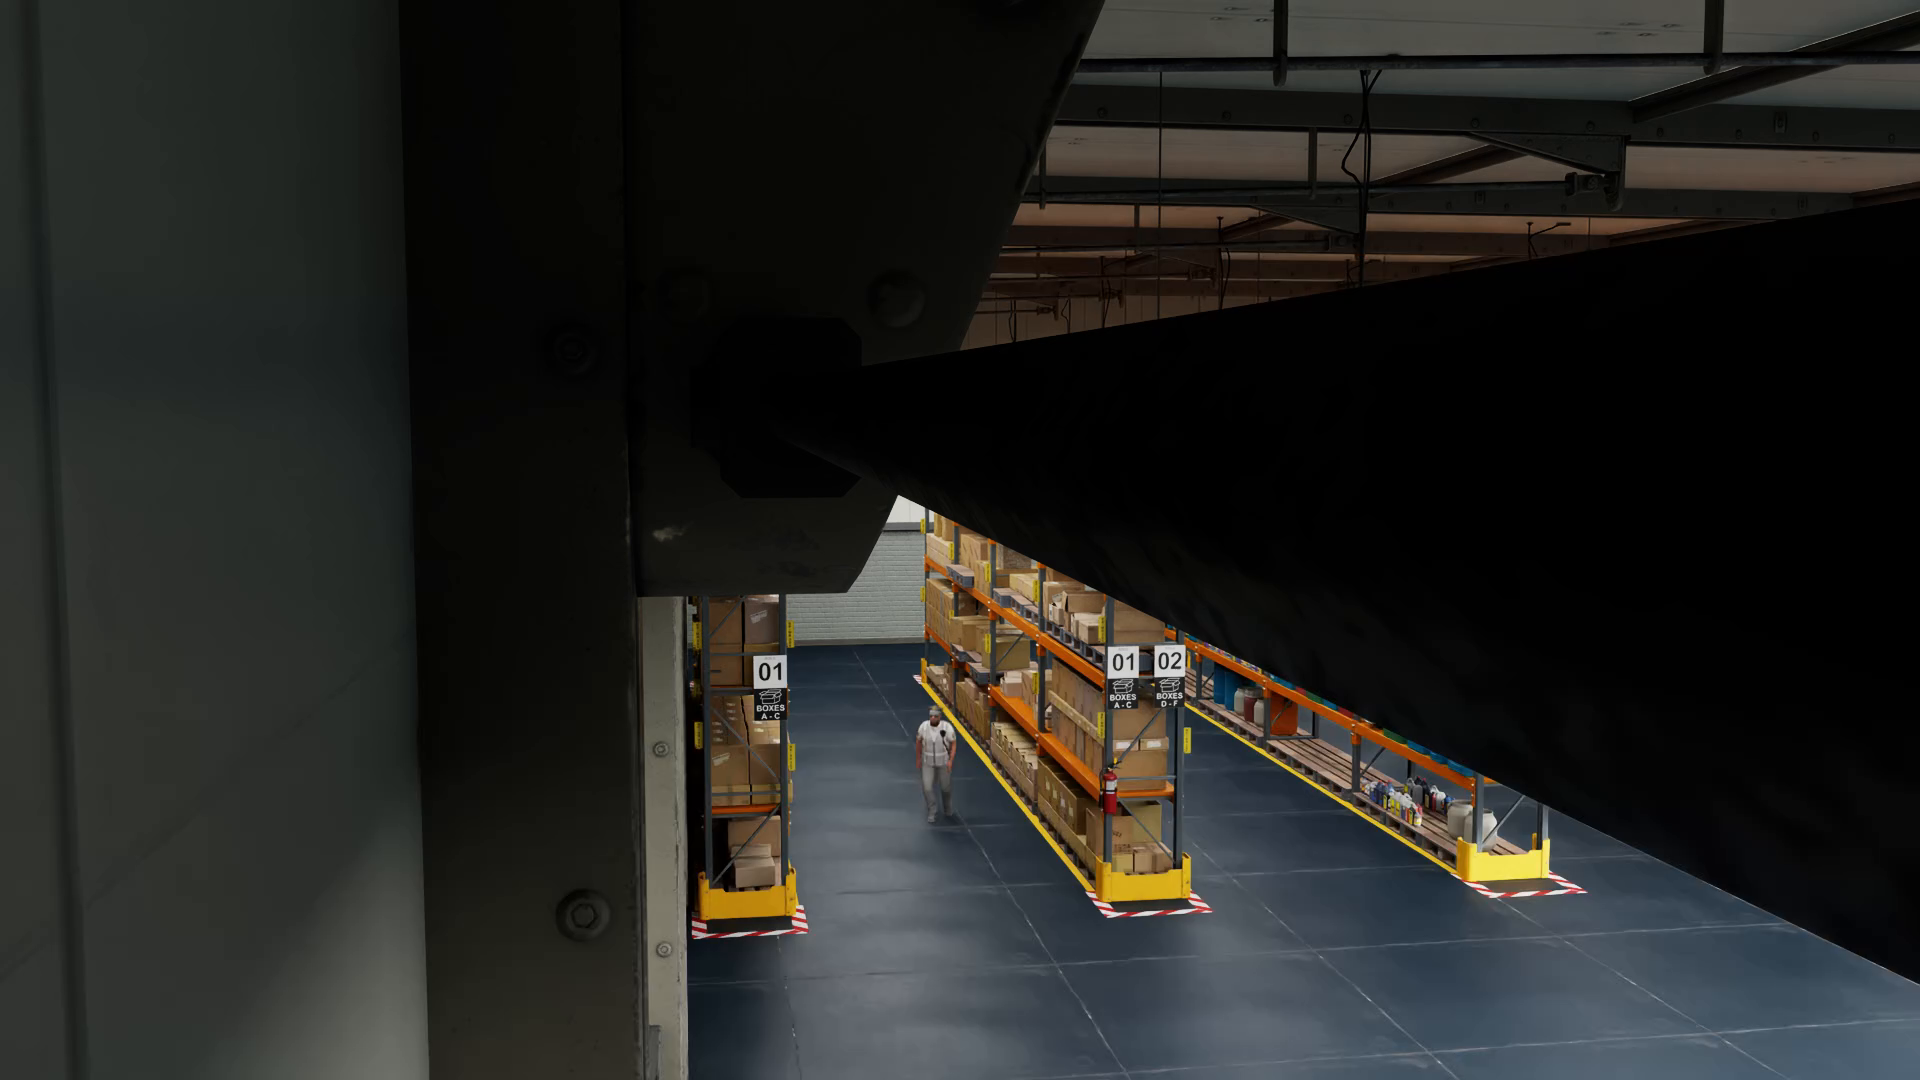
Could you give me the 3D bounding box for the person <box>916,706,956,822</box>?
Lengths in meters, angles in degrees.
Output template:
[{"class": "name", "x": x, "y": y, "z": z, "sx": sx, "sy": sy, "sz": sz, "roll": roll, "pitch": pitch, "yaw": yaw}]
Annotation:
[{"class": "person", "x": -0.349, "y": 3.310, "z": 24.795, "sx": 0.609, "sy": 1.788, "sz": 0.626, "roll": 1, "pitch": 5, "yaw": 6}]
